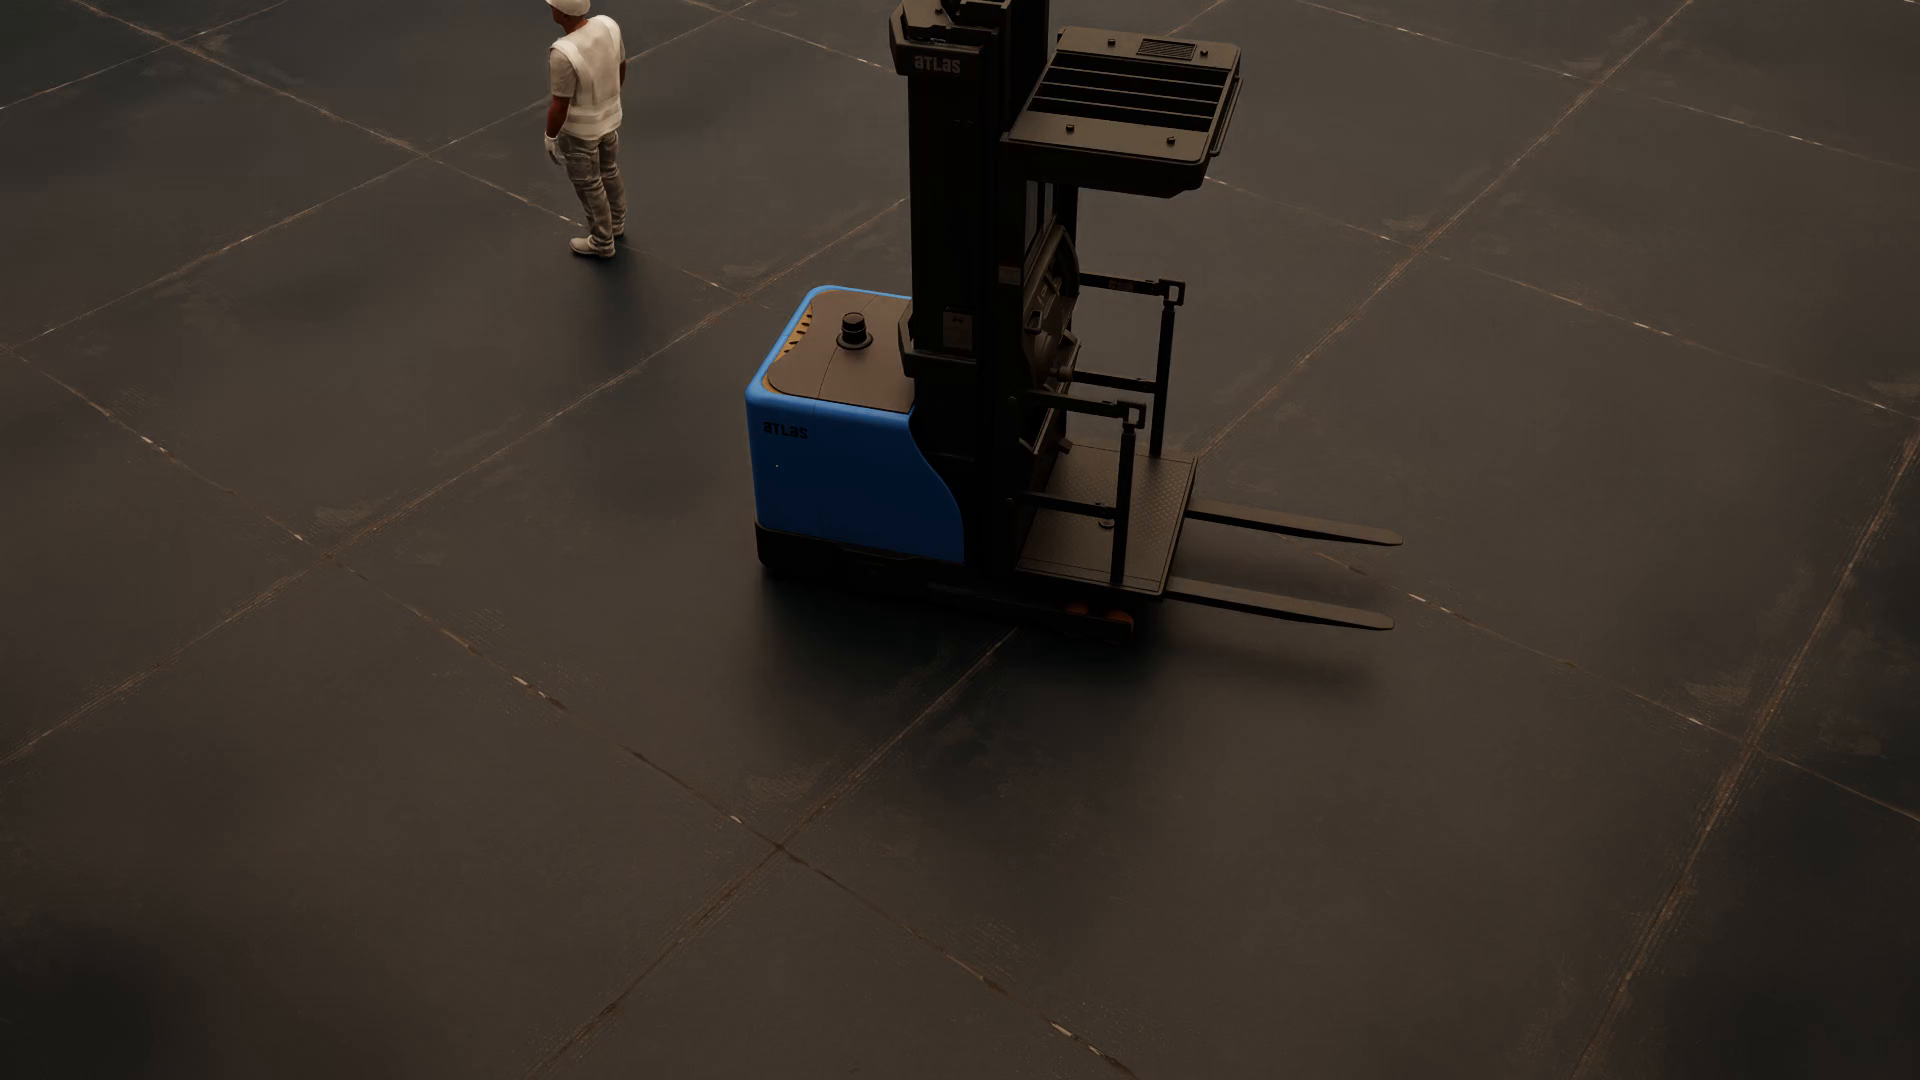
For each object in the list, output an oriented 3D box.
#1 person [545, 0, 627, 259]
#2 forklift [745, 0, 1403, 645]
[{"bbox_3d":[-2.271,-2.502,9.882,0.574,1.785,0.656,20,44,22],"label":"person"},{"bbox_3d":[0.587,-1.011,7.260,3.031,2.935,1.130,10,41,12],"label":"forklift"}]
